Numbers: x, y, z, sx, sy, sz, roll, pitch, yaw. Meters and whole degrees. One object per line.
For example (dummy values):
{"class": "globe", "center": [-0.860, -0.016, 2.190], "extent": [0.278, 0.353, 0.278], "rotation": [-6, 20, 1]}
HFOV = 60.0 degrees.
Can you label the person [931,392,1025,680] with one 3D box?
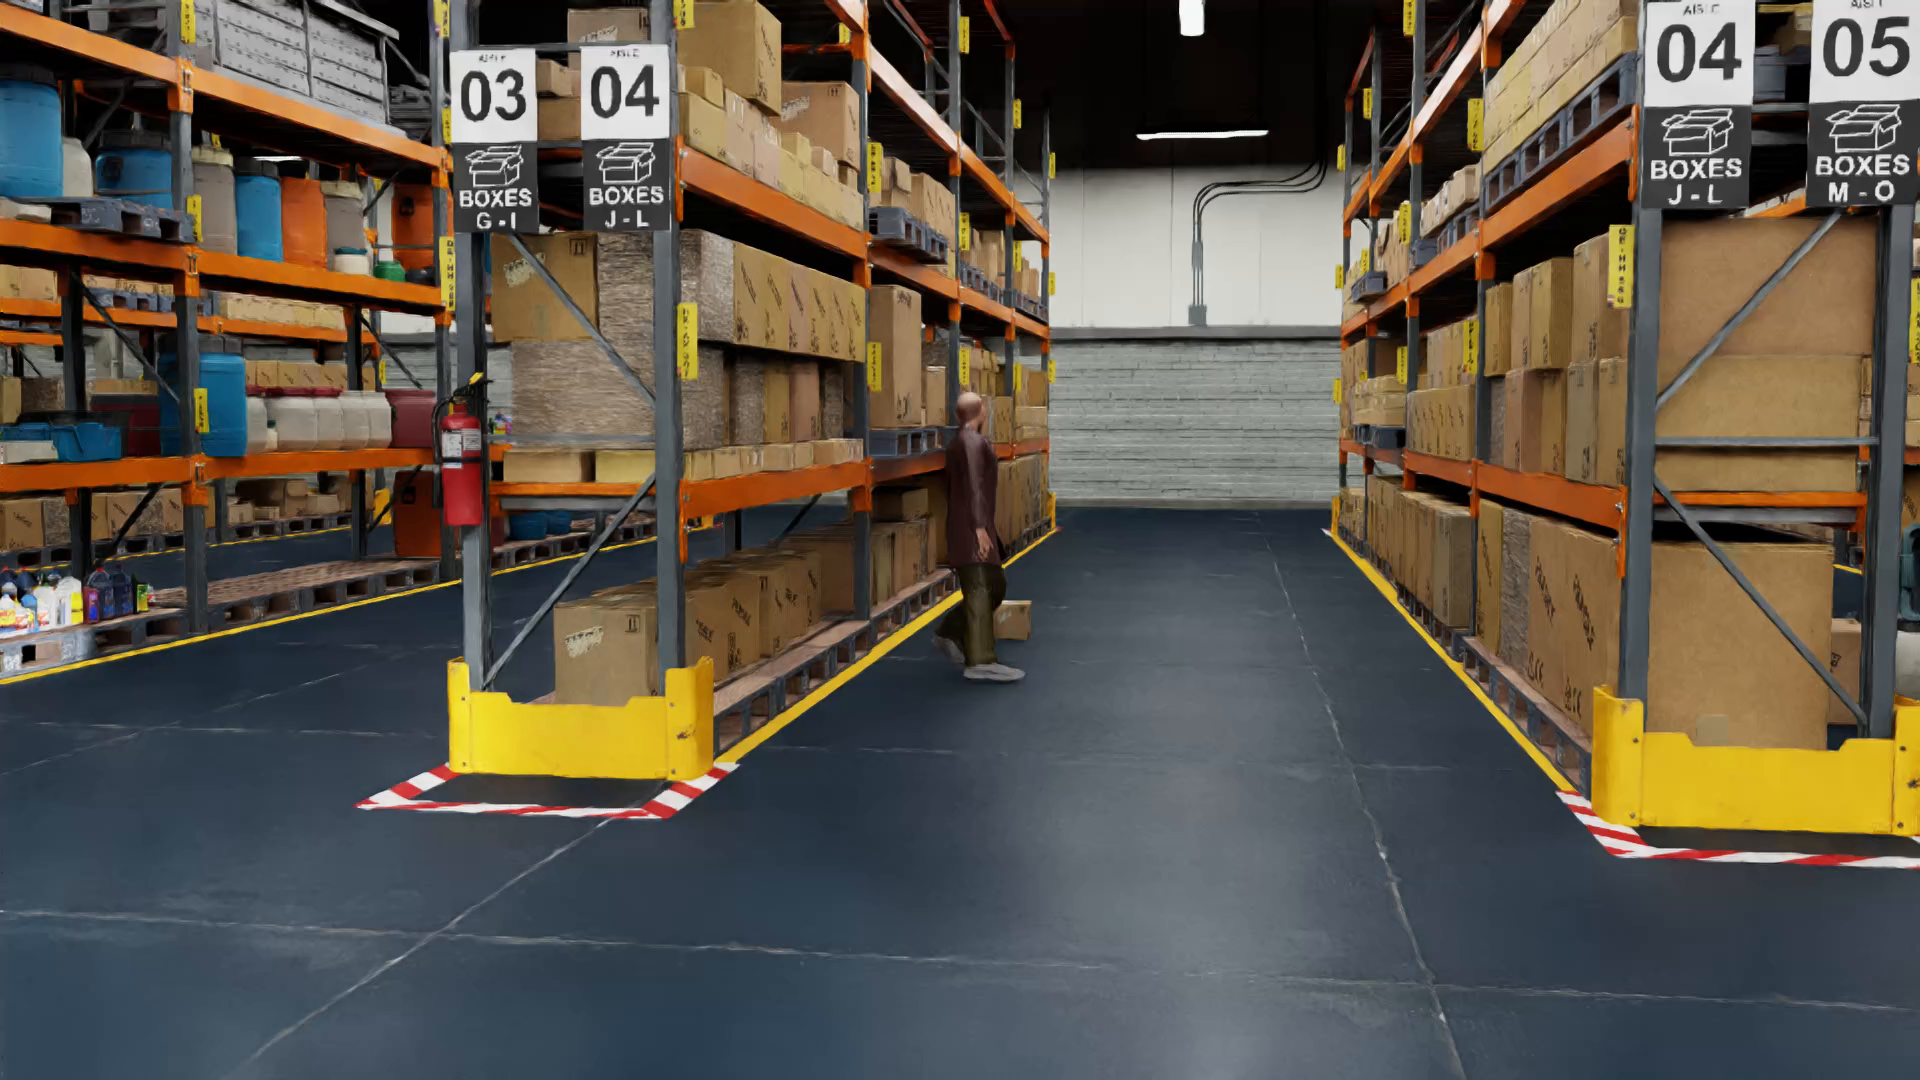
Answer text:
{"class": "person", "center": [0.103, -0.039, 10.243], "extent": [0.578, 1.741, 0.689], "rotation": [0, 4, 0]}
